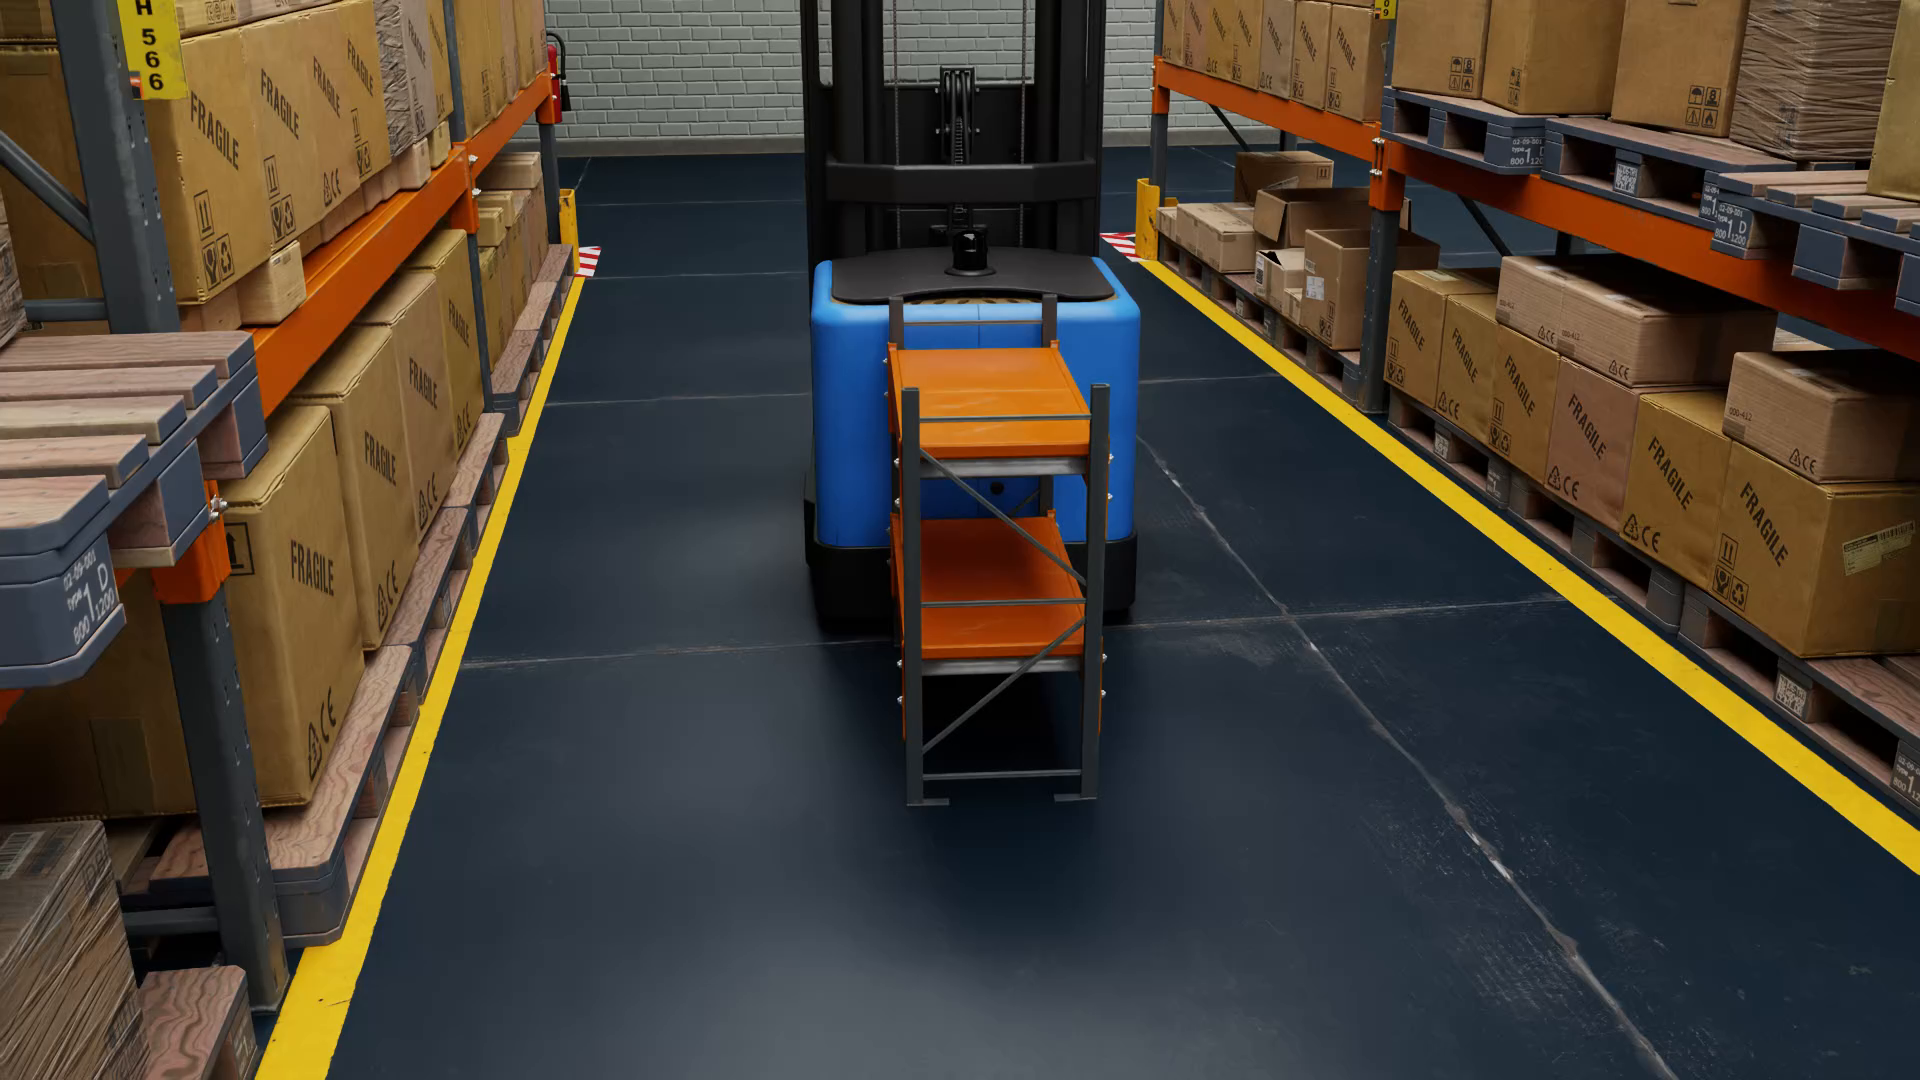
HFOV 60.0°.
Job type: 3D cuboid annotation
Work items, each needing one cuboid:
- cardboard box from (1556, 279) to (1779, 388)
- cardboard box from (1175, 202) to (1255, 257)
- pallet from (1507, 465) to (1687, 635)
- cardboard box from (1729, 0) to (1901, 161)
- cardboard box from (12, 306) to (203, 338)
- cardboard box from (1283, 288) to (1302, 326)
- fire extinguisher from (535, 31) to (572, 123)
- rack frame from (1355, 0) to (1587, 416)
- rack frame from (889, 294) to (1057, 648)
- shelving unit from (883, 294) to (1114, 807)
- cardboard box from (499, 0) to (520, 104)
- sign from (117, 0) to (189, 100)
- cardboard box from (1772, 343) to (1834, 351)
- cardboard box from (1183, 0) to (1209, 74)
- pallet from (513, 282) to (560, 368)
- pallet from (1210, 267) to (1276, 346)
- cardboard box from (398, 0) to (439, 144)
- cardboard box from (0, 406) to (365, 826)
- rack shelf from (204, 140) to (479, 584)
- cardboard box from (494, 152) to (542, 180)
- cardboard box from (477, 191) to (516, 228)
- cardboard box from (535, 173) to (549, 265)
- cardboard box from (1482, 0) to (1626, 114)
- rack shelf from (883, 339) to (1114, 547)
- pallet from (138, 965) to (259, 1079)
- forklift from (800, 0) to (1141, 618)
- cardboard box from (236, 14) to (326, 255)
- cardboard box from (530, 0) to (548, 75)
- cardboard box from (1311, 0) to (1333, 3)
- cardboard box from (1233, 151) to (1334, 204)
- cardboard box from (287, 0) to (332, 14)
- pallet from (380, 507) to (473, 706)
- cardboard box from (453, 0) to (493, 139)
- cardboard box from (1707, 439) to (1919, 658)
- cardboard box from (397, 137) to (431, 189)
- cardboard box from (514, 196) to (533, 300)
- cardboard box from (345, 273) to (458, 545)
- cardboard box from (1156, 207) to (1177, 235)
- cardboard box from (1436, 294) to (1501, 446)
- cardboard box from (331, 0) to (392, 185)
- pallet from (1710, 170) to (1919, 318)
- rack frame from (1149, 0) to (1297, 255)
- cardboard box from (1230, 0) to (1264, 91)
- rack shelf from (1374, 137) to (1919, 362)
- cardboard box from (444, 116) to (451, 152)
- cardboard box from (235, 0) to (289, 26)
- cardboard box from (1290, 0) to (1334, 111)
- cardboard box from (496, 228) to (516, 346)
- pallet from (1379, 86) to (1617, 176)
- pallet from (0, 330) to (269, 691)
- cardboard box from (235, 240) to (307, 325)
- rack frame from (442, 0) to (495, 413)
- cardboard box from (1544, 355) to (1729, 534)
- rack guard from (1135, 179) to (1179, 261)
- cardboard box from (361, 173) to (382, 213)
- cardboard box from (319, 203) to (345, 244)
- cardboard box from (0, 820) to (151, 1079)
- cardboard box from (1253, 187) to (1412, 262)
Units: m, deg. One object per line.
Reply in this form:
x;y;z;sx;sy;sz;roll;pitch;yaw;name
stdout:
2.421;-0.718;5.724;0.500;0.250;0.500;-3;21;-9;cardboard box
1.668;-1.959;10.474;0.500;0.250;0.500;-3;21;-8;cardboard box
2.709;-0.022;5.973;1.003;0.211;1.213;-3;21;-8;pallet
2.807;-1.429;5.011;0.700;0.500;0.500;1;20;2;cardboard box
-1.768;-0.413;3.364;0.380;0.149;0.250;-3;21;-9;cardboard box
1.899;-1.212;8.619;0.380;0.149;0.250;-3;21;-8;cardboard box
-2.668;-3.030;10.684;0.296;0.674;0.183;-3;21;-8;fire extinguisher
2.375;-2.031;7.368;1.000;3.000;0.127;-3;21;-8;rack frame
0.039;-0.195;5.130;0.500;1.125;0.032;-1;21;-4;rack frame
0.074;-0.017;4.654;0.538;1.125;1.048;-1;21;-4;shelving unit
-2.803;-2.614;8.498;0.980;0.700;0.700;-4;21;-10;cardboard box
-1.414;-0.931;2.881;0.100;0.325;0.005;-3;21;-8;sign
2.940;-0.389;5.914;0.500;0.500;0.500;-4;21;-10;cardboard box
1.681;-3.118;10.134;0.500;0.500;0.500;-3;21;-8;cardboard box
-2.737;-1.164;9.032;1.003;0.211;1.213;-3;21;-8;pallet
2.098;-1.386;9.626;1.003;0.211;1.213;-3;21;-8;pallet
-2.127;-1.652;5.757;0.500;0.500;0.500;-3;21;-7;cardboard box
-1.926;0.154;3.989;0.750;0.750;0.750;-3;21;-8;cardboard box
-2.238;-0.751;4.967;1.077;0.370;4.000;-3;21;-8;rack shelf
-2.704;-2.222;9.924;0.380;0.149;0.250;-3;21;-8;cardboard box
-2.477;-1.682;8.479;0.380;0.149;0.250;-4;21;-9;cardboard box
-2.903;-1.953;10.132;0.700;0.500;0.500;-3;21;-8;cardboard box
2.384;-1.865;6.178;0.700;0.500;0.500;0;20;1;cardboard box
0.074;-0.291;4.552;0.538;0.278;1.000;-1;21;-4;rack shelf
-1.838;1.182;2.751;1.003;0.211;1.213;-3;21;-8;pallet
-0.042;-1.593;6.291;1.130;2.935;3.031;-1;21;-4;forklift
-1.833;-0.954;3.886;0.500;0.500;0.500;-2;21;-6;cardboard box
-3.019;-3.130;9.879;0.980;0.700;0.700;-2;21;-5;cardboard box
1.970;-2.886;8.084;0.500;0.500;0.500;-3;21;-9;cardboard box
2.121;-2.275;10.965;0.500;0.500;0.500;-3;21;-8;cardboard box
-1.914;-1.471;4.200;0.500;0.250;0.500;-3;21;-7;cardboard box
-2.161;0.213;5.345;1.003;0.211;1.213;-3;21;-8;pallet
-2.588;-2.109;7.148;0.980;0.700;0.700;-3;21;-7;cardboard box
2.585;0.007;4.855;0.500;0.500;0.500;-2;21;-6;cardboard box
-2.048;-1.302;5.747;0.380;0.149;0.250;-3;21;-8;cardboard box
-2.758;-1.606;9.202;0.700;0.500;0.500;-4;21;-10;cardboard box
-2.173;-0.444;5.589;0.750;0.750;0.750;-2;21;-6;cardboard box
1.519;-2.124;11.063;0.380;0.149;0.250;-3;21;-8;cardboard box
2.292;-0.703;6.754;0.500;0.500;0.500;-3;21;-7;cardboard box
-1.986;-1.305;4.828;0.500;0.500;0.500;-2;21;-6;cardboard box
2.785;-0.788;4.312;1.213;0.211;1.003;-3;21;-8;pallet
1.799;-3.416;11.076;1.000;3.000;0.127;-3;21;-8;rack frame
1.821;-2.771;9.204;0.500;0.500;0.500;-3;21;-7;cardboard box
2.664;-1.002;5.640;1.077;0.370;4.000;-3;21;-8;rack shelf
-2.197;-1.569;6.461;0.380;0.149;0.250;-3;21;-7;cardboard box
-1.838;-1.298;3.737;0.500;0.250;0.500;-3;21;-9;cardboard box
1.974;-2.417;8.257;0.500;0.500;0.500;-2;21;-6;cardboard box
-2.602;-1.244;8.232;0.700;0.500;0.500;-3;21;-8;cardboard box
2.382;-1.659;6.646;1.003;0.211;1.213;-3;21;-8;pallet
-1.741;-0.064;2.375;1.213;0.211;1.003;-3;21;-8;pallet
-1.750;-0.597;3.857;0.380;0.149;0.250;-2;21;-6;cardboard box
-2.526;-1.780;6.695;1.000;3.000;0.127;-3;21;-8;rack frame
2.429;-0.354;5.821;0.500;0.500;0.500;-4;21;-10;cardboard box
1.810;-2.219;11.443;1.175;0.500;0.348;-3;21;-8;rack guard
-2.058;-1.127;5.277;0.380;0.149;0.250;-3;21;-9;cardboard box
-2.000;-0.943;4.785;0.380;0.149;0.250;-3;21;-7;cardboard box
-1.794;0.816;2.687;0.700;0.500;0.500;-3;21;-7;cardboard box
2.099;-1.718;9.468;0.797;0.503;0.637;-3;21;-8;cardboard box
